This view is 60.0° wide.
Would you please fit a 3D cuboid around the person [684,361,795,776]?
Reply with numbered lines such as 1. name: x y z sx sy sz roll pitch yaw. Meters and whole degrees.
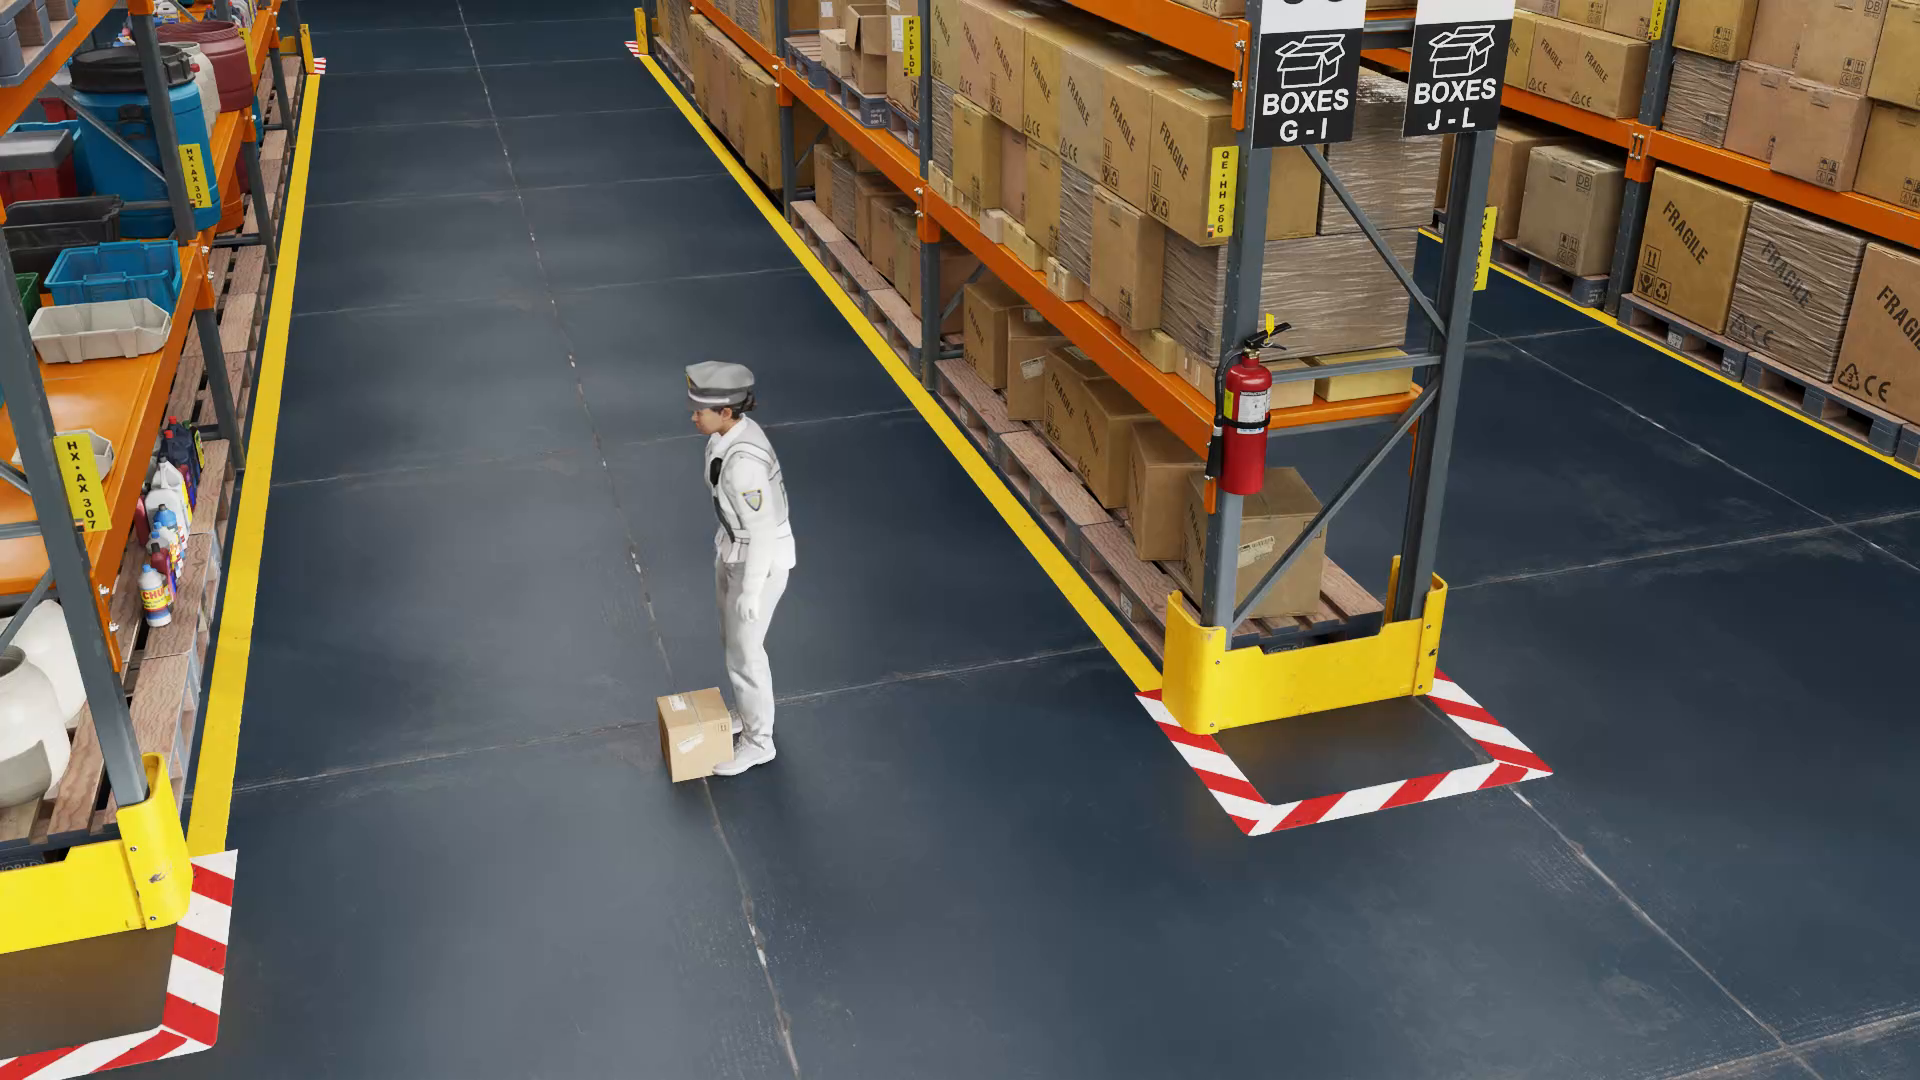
1. person: -0.848 0.107 6.395 0.412 1.663 0.531 -9 28 -18
